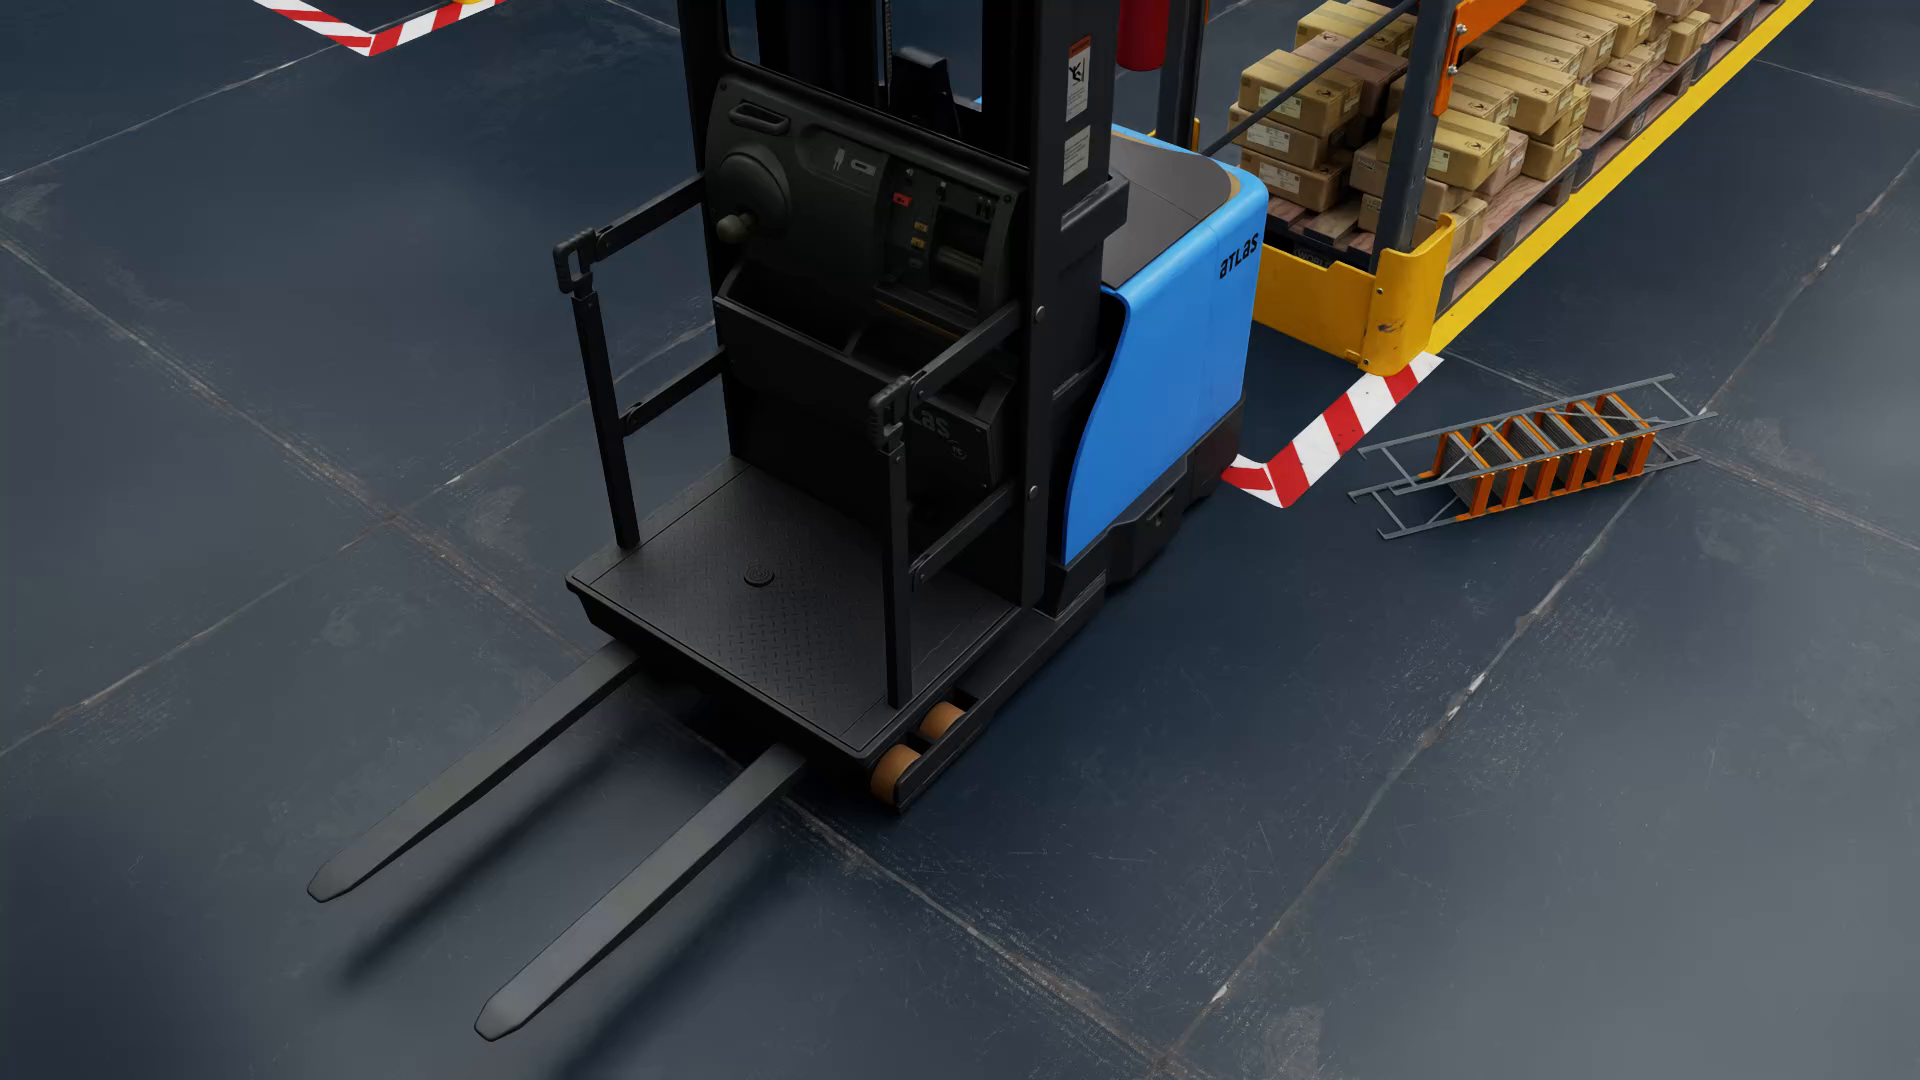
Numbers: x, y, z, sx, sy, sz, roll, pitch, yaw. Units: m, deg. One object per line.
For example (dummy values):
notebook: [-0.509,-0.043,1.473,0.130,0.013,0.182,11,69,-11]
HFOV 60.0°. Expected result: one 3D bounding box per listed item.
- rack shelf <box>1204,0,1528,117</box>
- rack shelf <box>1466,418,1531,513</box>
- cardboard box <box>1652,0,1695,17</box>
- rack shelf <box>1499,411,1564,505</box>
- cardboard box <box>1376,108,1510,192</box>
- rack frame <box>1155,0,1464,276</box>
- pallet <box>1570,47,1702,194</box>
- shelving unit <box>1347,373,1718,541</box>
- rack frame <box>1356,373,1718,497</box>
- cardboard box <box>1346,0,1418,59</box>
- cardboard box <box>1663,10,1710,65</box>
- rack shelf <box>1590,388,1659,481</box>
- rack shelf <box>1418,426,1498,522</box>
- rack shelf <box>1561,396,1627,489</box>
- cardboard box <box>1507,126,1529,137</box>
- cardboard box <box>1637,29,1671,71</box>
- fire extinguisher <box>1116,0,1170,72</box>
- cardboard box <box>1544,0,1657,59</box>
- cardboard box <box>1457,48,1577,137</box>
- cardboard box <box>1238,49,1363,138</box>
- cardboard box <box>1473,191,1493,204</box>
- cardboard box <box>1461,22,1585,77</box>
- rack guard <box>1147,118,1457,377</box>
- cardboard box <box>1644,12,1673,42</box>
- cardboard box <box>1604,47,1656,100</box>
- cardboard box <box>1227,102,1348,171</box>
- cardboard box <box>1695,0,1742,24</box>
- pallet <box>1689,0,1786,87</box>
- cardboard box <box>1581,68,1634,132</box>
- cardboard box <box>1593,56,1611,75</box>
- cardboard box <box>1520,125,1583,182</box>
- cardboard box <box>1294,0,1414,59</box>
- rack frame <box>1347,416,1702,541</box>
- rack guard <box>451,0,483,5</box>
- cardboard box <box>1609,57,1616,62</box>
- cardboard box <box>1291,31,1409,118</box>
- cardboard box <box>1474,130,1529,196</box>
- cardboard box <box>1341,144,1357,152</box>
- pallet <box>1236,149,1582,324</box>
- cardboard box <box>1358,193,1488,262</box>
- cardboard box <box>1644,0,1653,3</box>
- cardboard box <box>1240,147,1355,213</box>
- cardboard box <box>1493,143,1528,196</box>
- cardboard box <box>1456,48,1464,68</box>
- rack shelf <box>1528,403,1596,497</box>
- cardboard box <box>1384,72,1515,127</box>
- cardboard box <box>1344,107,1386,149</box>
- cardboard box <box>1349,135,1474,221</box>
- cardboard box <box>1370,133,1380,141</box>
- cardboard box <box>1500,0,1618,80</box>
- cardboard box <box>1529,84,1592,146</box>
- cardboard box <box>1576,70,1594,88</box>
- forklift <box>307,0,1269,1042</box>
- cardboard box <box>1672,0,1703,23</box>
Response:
rack shelf: [2.413,-2.735,6.563,1.077,0.370,4.000,29,50,28]
rack shelf: [1.710,-0.242,5.372,0.103,0.180,0.258,-13,44,-14]
cardboard box: [2.887,-2.352,6.972,0.380,0.149,0.250,28,49,27]
rack shelf: [1.823,-0.269,5.402,0.103,0.180,0.258,-13,44,-14]
cardboard box: [1.723,-1.414,5.941,0.380,0.149,0.250,27,49,27]
rack frame: [1.126,-1.971,5.188,1.000,3.000,0.127,29,50,28]
pallet: [2.510,-2.007,7.300,1.003,0.211,1.213,29,50,28]
shelving unit: [1.865,-0.279,5.413,1.200,0.189,0.258,-13,44,-14]
rack frame: [1.865,-0.346,5.351,1.200,0.006,0.240,-13,44,-14]
cardboard box: [1.763,-2.073,6.665,0.380,0.149,0.250,27,49,27]
cardboard box: [3.042,-2.249,7.301,0.380,0.149,0.250,29,50,28]
rack shelf: [2.162,-0.350,5.491,0.103,0.180,0.258,-13,44,-14]
rack shelf: [1.597,-0.215,5.342,0.103,0.180,0.258,-13,44,-14]
rack shelf: [2.049,-0.323,5.461,0.103,0.180,0.258,-13,44,-14]
cardboard box: [1.969,-1.621,6.389,0.380,0.149,0.250,30,50,29]
cardboard box: [2.823,-2.144,7.185,0.380,0.149,0.250,30,50,29]
fire extinguisher: [0.610,-1.875,5.417,0.296,0.674,0.183,29,50,28]
cardboard box: [2.555,-2.101,6.695,0.380,0.149,0.250,30,50,29]
cardboard box: [2.068,-1.683,6.236,0.380,0.149,0.250,29,50,28]
cardboard box: [1.272,-1.674,6.226,0.380,0.149,0.250,30,50,29]
cardboard box: [1.814,-1.373,6.337,0.380,0.149,0.250,29,50,28]
cardboard box: [2.165,-1.846,6.416,0.380,0.149,0.250,27,49,27]
rack guard: [1.175,-1.085,6.072,1.175,0.500,0.348,29,50,28]
cardboard box: [2.844,-2.296,7.131,0.380,0.149,0.250,27,49,27]
cardboard box: [2.693,-2.005,7.032,0.380,0.149,0.250,30,50,28]
cardboard box: [1.247,-1.577,6.341,0.380,0.149,0.250,28,49,27]
cardboard box: [3.356,-2.520,7.599,0.380,0.149,0.250,28,49,27]
pallet: [3.295,-2.638,7.994,1.003,0.211,1.213,29,50,28]
cardboard box: [2.535,-1.851,6.863,0.380,0.149,0.250,27,49,27]
cardboard box: [2.458,-2.042,6.852,0.380,0.149,0.250,32,51,30]
cardboard box: [2.217,-1.588,6.574,0.380,0.149,0.250,30,50,29]
cardboard box: [1.548,-1.967,6.548,0.380,0.149,0.250,28,49,28]
rack frame: [1.865,-0.211,5.474,1.200,0.006,0.240,-13,44,-14]
rack guard: [-2.744,-3.125,8.315,1.175,0.500,0.348,29,50,28]
cardboard box: [2.639,-2.176,7.000,0.380,0.149,0.250,32,51,30]
cardboard box: [1.478,-1.779,6.341,0.380,0.149,0.250,30,50,29]
cardboard box: [1.879,-1.457,6.208,0.380,0.149,0.250,29,50,28]
cardboard box: [1.393,-1.609,6.597,0.380,0.149,0.250,31,51,30]
pallet: [1.725,-1.381,6.612,1.003,0.211,1.213,29,50,28]
cardboard box: [1.708,-1.203,6.150,0.380,0.149,0.250,31,50,29]
cardboard box: [2.643,-2.271,6.883,0.380,0.149,0.250,30,50,29]
cardboard box: [1.305,-1.433,6.403,0.380,0.149,0.250,30,50,29]
cardboard box: [1.968,-1.504,6.481,0.380,0.149,0.250,30,50,29]
cardboard box: [1.832,-1.939,6.739,0.380,0.149,0.250,29,50,28]
rack shelf: [1.936,-0.296,5.431,0.103,0.180,0.258,-13,44,-14]
cardboard box: [1.808,-1.608,6.154,0.380,0.149,0.250,30,50,29]
cardboard box: [1.456,-1.688,6.463,0.380,0.149,0.250,28,49,28]
cardboard box: [1.659,-1.340,6.080,0.380,0.149,0.250,32,51,30]
cardboard box: [1.629,-1.708,6.706,0.380,0.149,0.250,29,50,28]
cardboard box: [2.350,-1.985,6.568,0.380,0.149,0.250,32,51,30]
cardboard box: [2.217,-1.706,6.483,0.380,0.149,0.250,31,51,30]
cardboard box: [2.315,-1.884,6.678,0.380,0.149,0.250,27,49,27]
forklift: [-0.384,-0.748,3.894,1.130,2.935,3.031,27,49,27]
cardboard box: [3.031,-2.425,7.273,0.380,0.149,0.250,31,51,29]
